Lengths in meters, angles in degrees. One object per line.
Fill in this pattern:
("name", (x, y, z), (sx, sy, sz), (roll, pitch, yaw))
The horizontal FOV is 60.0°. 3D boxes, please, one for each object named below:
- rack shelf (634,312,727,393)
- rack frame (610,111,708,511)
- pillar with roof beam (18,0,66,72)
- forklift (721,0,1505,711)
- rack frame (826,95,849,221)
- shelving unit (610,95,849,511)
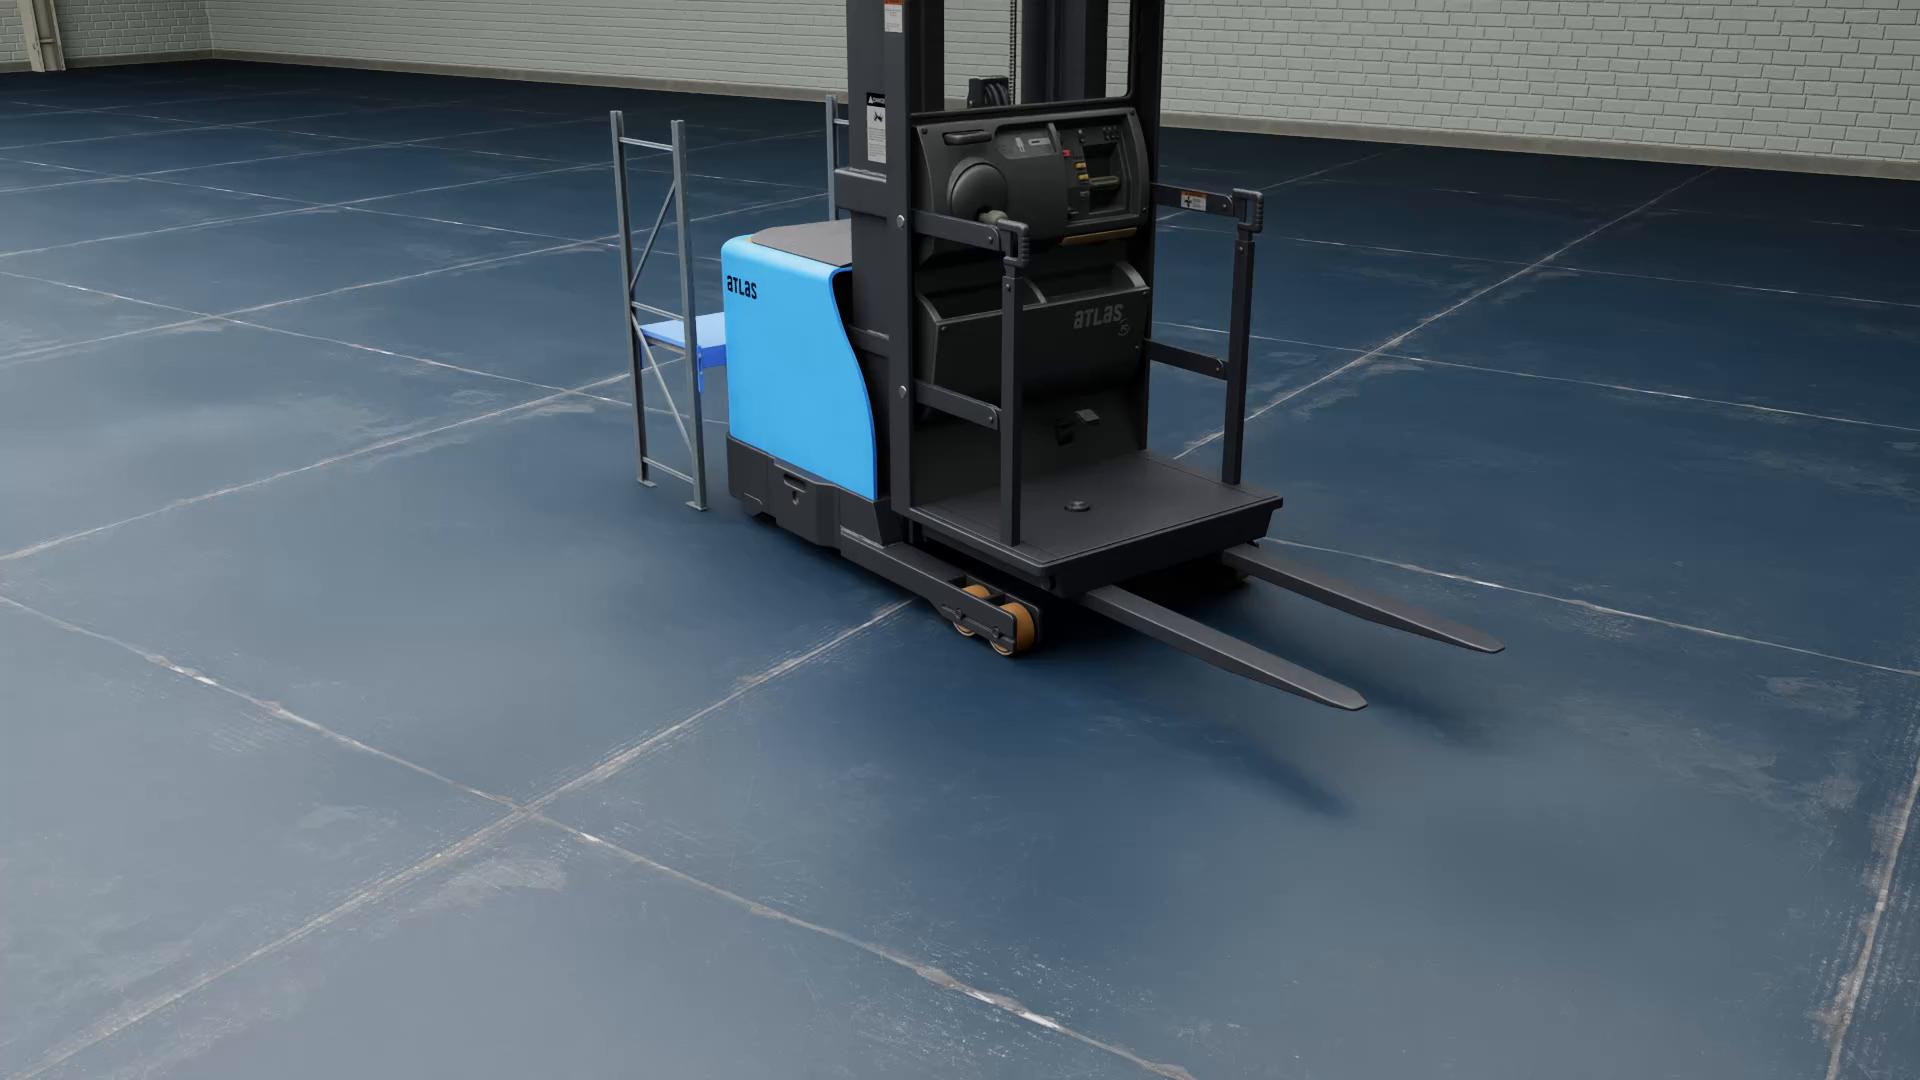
("rack shelf", (-0.783, -0.830, 6.861), (1.000, 0.185, 0.538), (-16, 25, -37))
("rack frame", (-1.174, -0.886, 6.494), (0.032, 1.500, 0.500), (-16, 25, -37))
("pillar with roof beam", (-10.950, -10.859, 22.651), (9.100, 9.000, 0.400), (13, 24, 32))
("forklift", (0.384, -1.202, 5.290), (1.130, 2.935, 3.031), (-15, 25, -35))
("rack frame", (-0.393, -1.112, 7.105), (0.032, 1.500, 0.500), (-16, 25, -37))
("shelving unit", (-0.784, -0.999, 6.800), (1.048, 1.500, 0.538), (-16, 25, -37))
